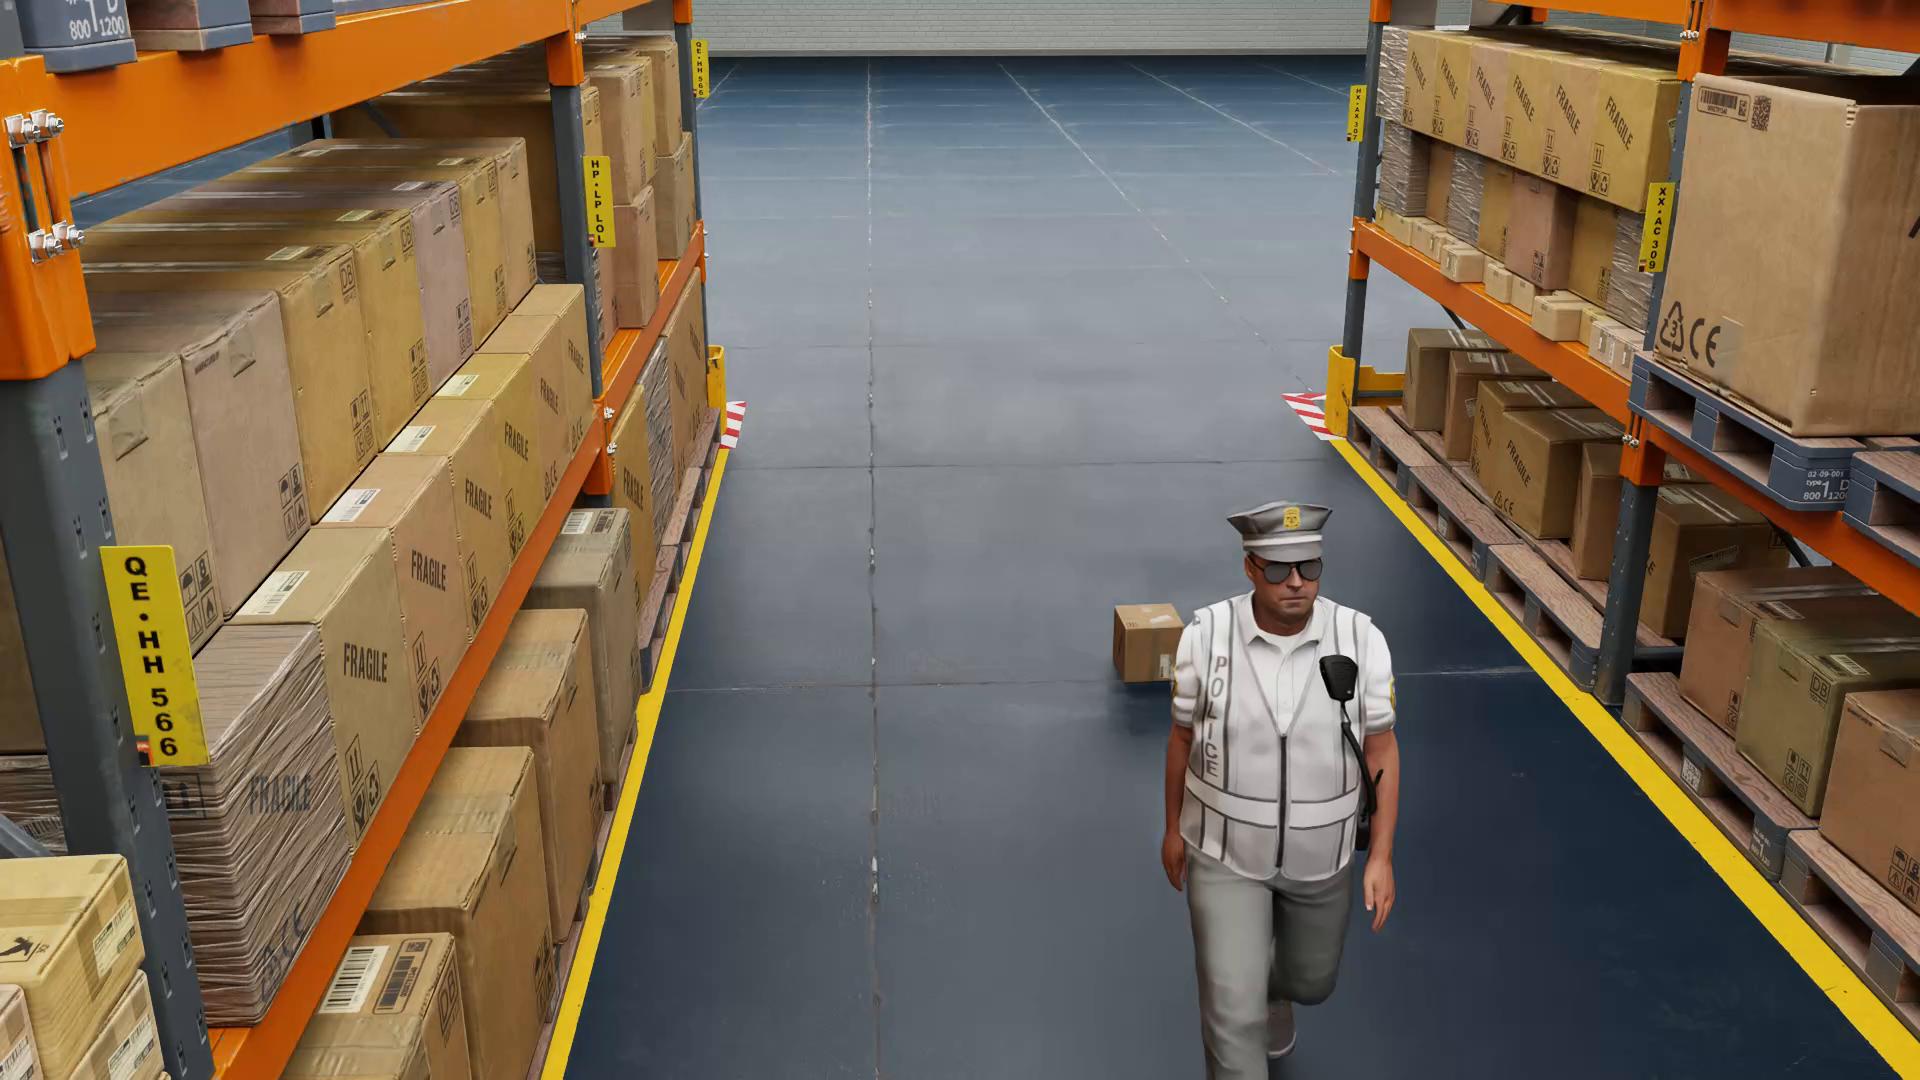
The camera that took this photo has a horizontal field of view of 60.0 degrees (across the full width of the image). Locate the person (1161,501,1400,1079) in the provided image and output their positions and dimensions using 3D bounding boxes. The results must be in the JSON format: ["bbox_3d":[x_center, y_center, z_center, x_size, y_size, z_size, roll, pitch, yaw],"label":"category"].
[{"bbox_3d":[0.780,0.714,4.074,0.548,1.732,0.951,1,20,2],"label":"person"}]
